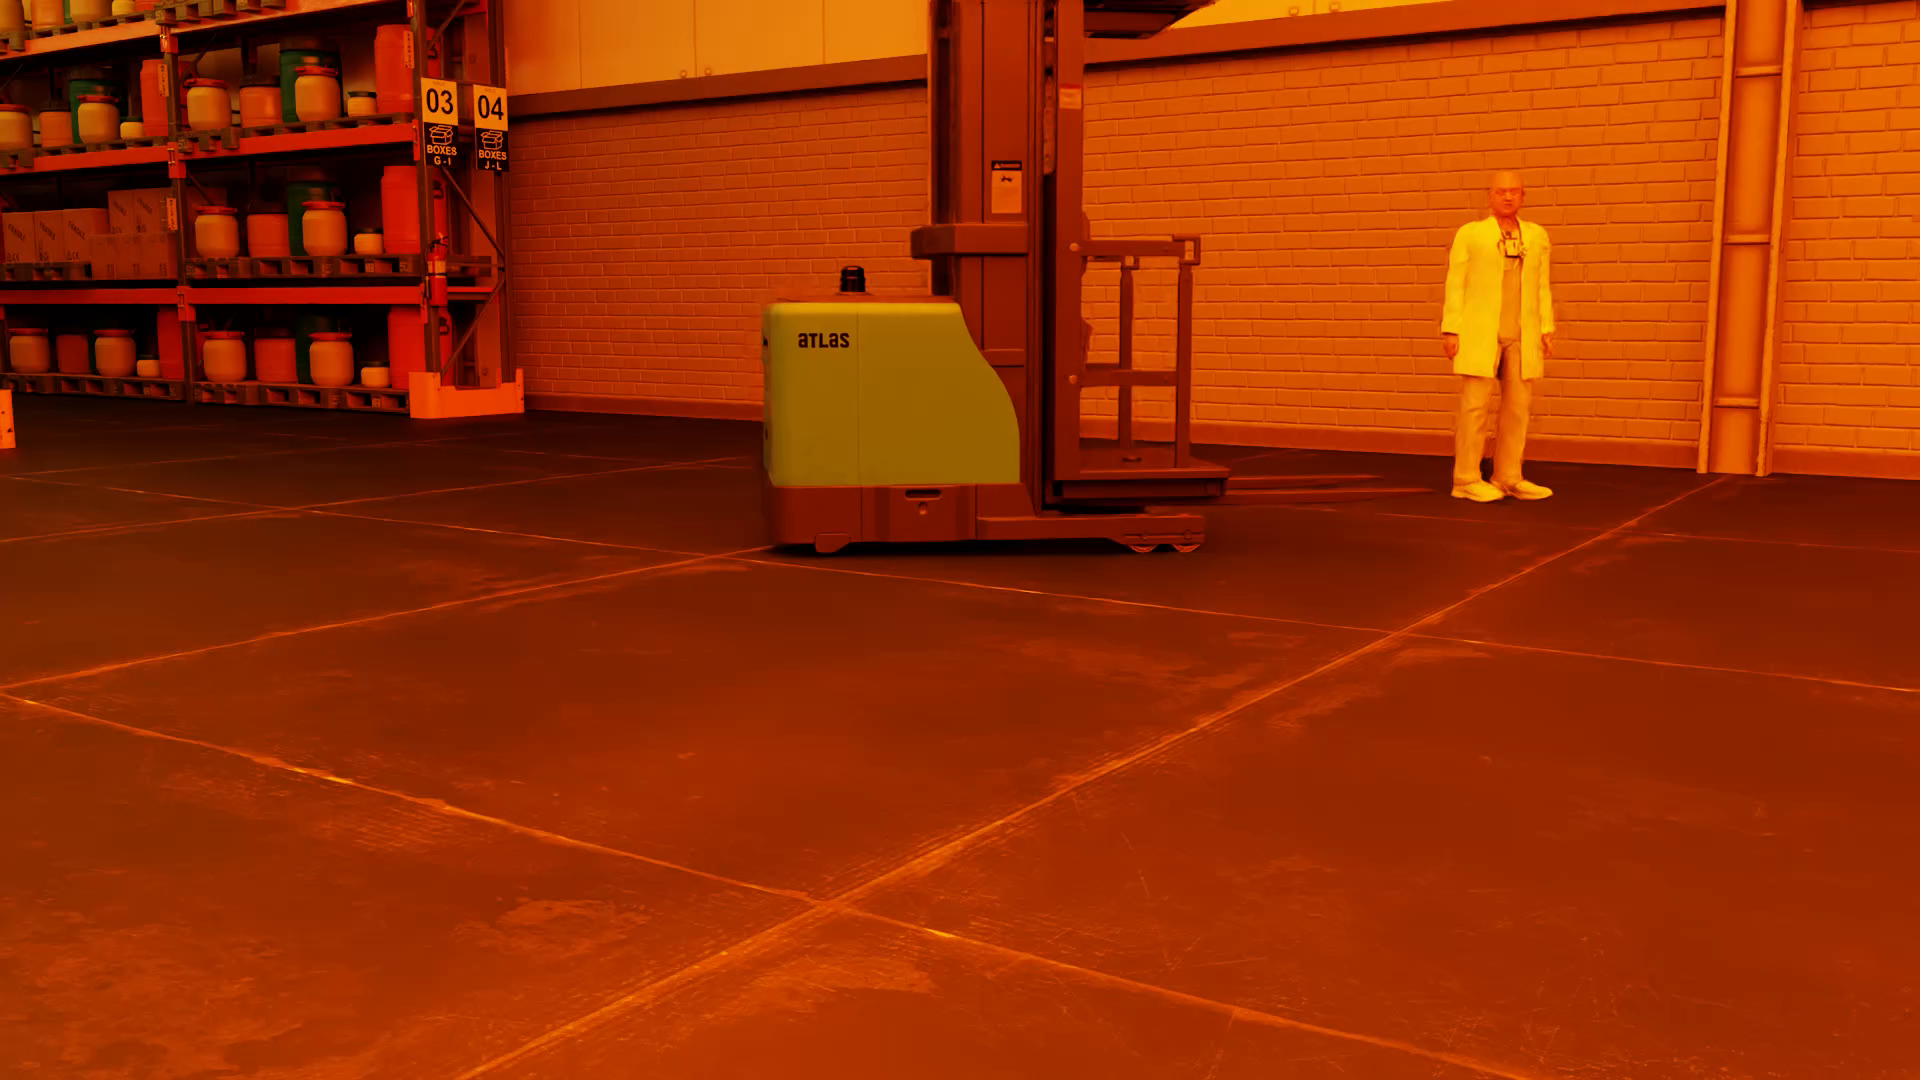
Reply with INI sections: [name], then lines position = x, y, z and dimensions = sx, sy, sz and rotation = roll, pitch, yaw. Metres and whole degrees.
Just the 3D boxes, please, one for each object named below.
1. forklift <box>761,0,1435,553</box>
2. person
[forklift]
position = 0.625, -1.468, 7.515
dimensions = 3.031, 2.935, 1.130
rotation = -1, 8, -9
[person]
position = 2.954, -1.105, 9.056
dimensions = 0.620, 1.781, 0.400
rotation = 0, 8, -2
